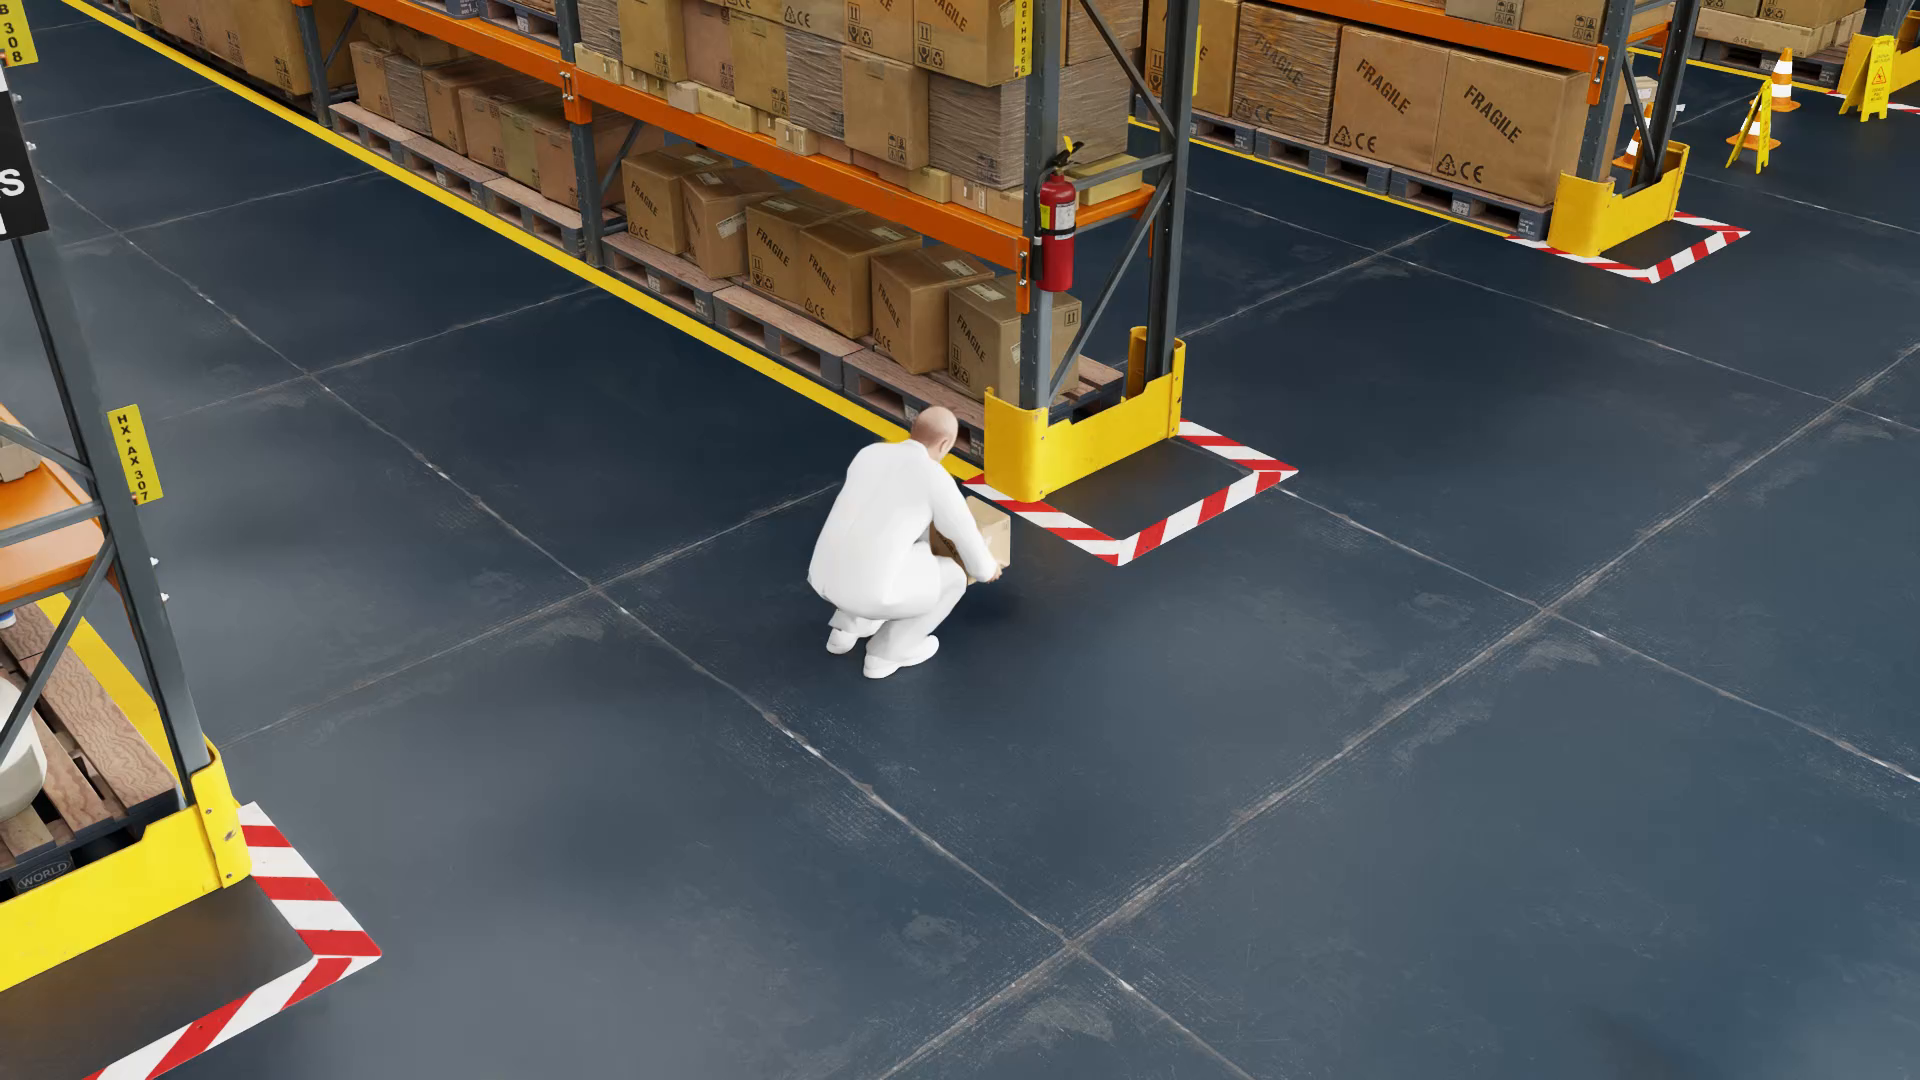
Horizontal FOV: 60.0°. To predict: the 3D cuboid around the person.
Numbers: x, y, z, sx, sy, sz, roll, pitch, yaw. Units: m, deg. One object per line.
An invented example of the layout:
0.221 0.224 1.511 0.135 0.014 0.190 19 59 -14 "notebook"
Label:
-0.234 -0.017 6.936 0.917 0.994 0.604 -26 40 -35 "person"
